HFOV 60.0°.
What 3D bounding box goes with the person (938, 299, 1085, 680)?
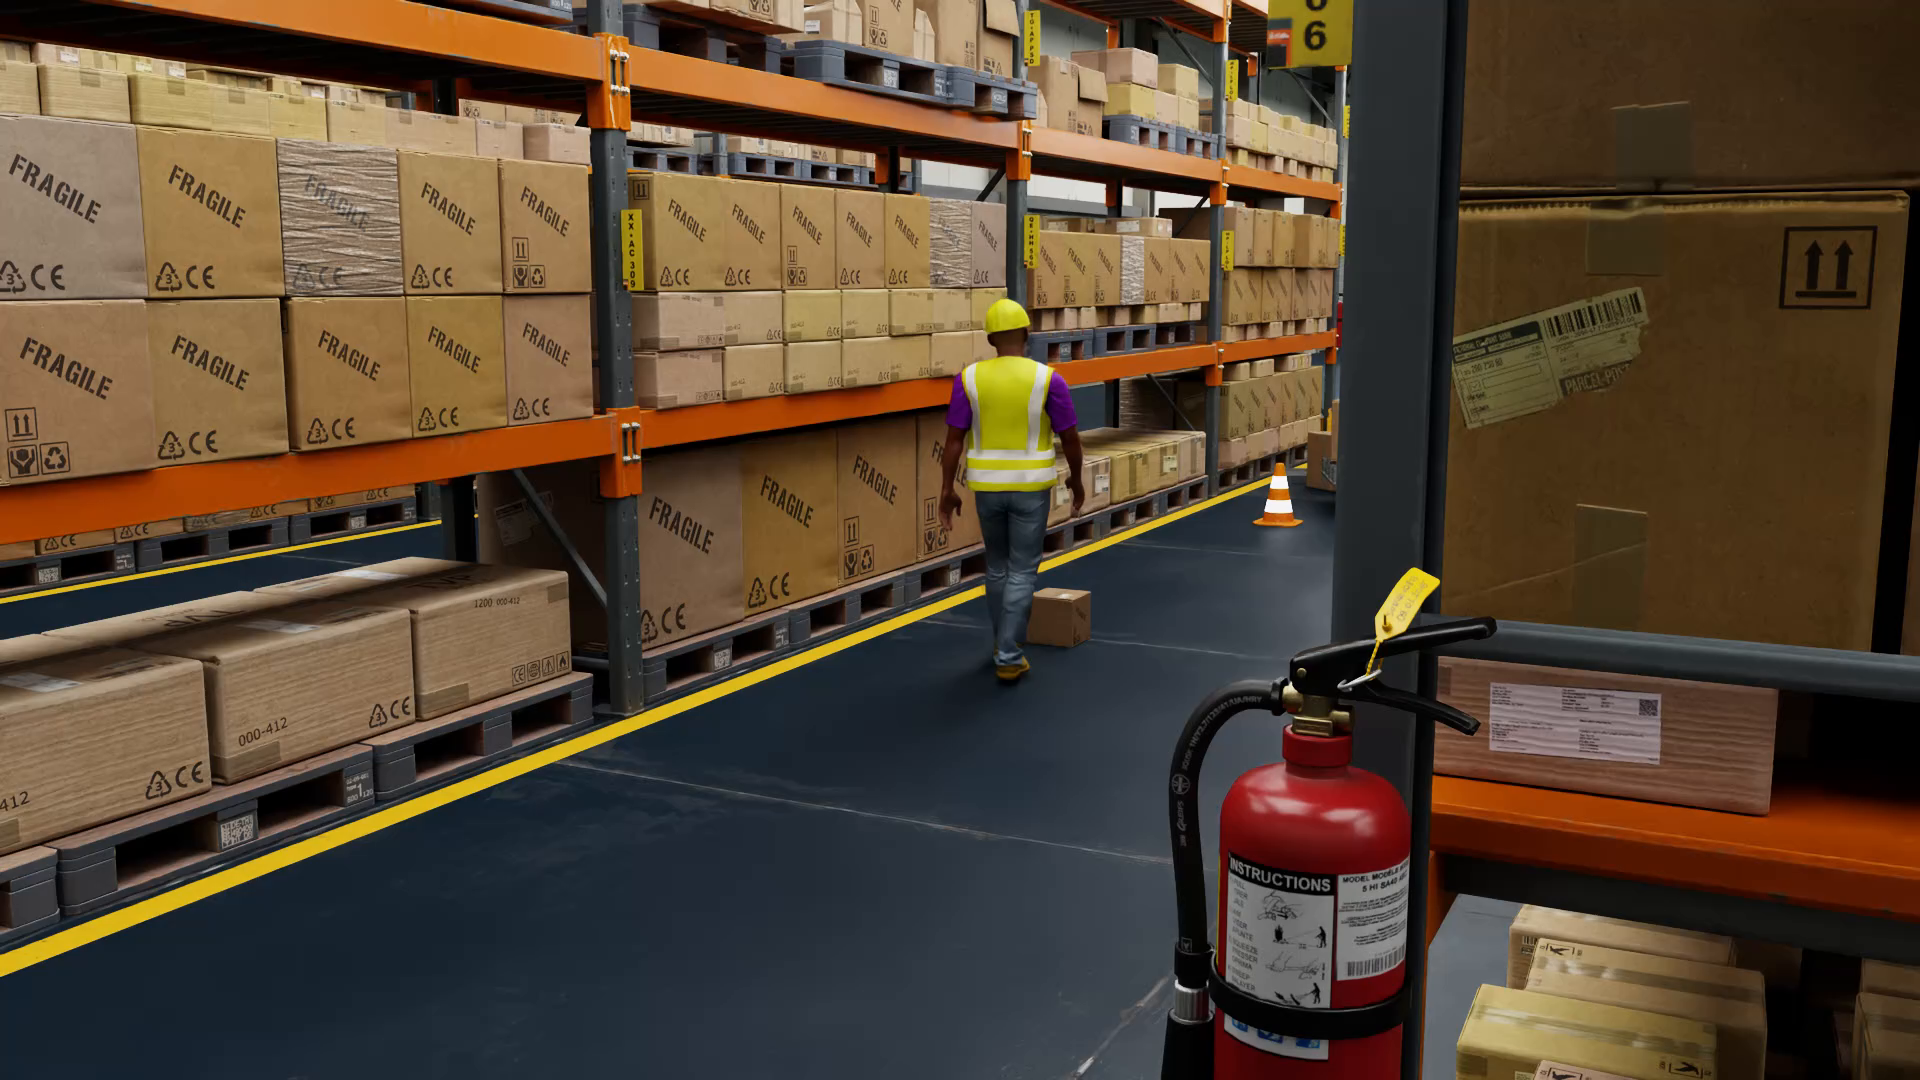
[{"bbox_3d":[0.291,-0.264,7.873,0.630,1.744,0.758,3,10,19],"label":"person"}]
